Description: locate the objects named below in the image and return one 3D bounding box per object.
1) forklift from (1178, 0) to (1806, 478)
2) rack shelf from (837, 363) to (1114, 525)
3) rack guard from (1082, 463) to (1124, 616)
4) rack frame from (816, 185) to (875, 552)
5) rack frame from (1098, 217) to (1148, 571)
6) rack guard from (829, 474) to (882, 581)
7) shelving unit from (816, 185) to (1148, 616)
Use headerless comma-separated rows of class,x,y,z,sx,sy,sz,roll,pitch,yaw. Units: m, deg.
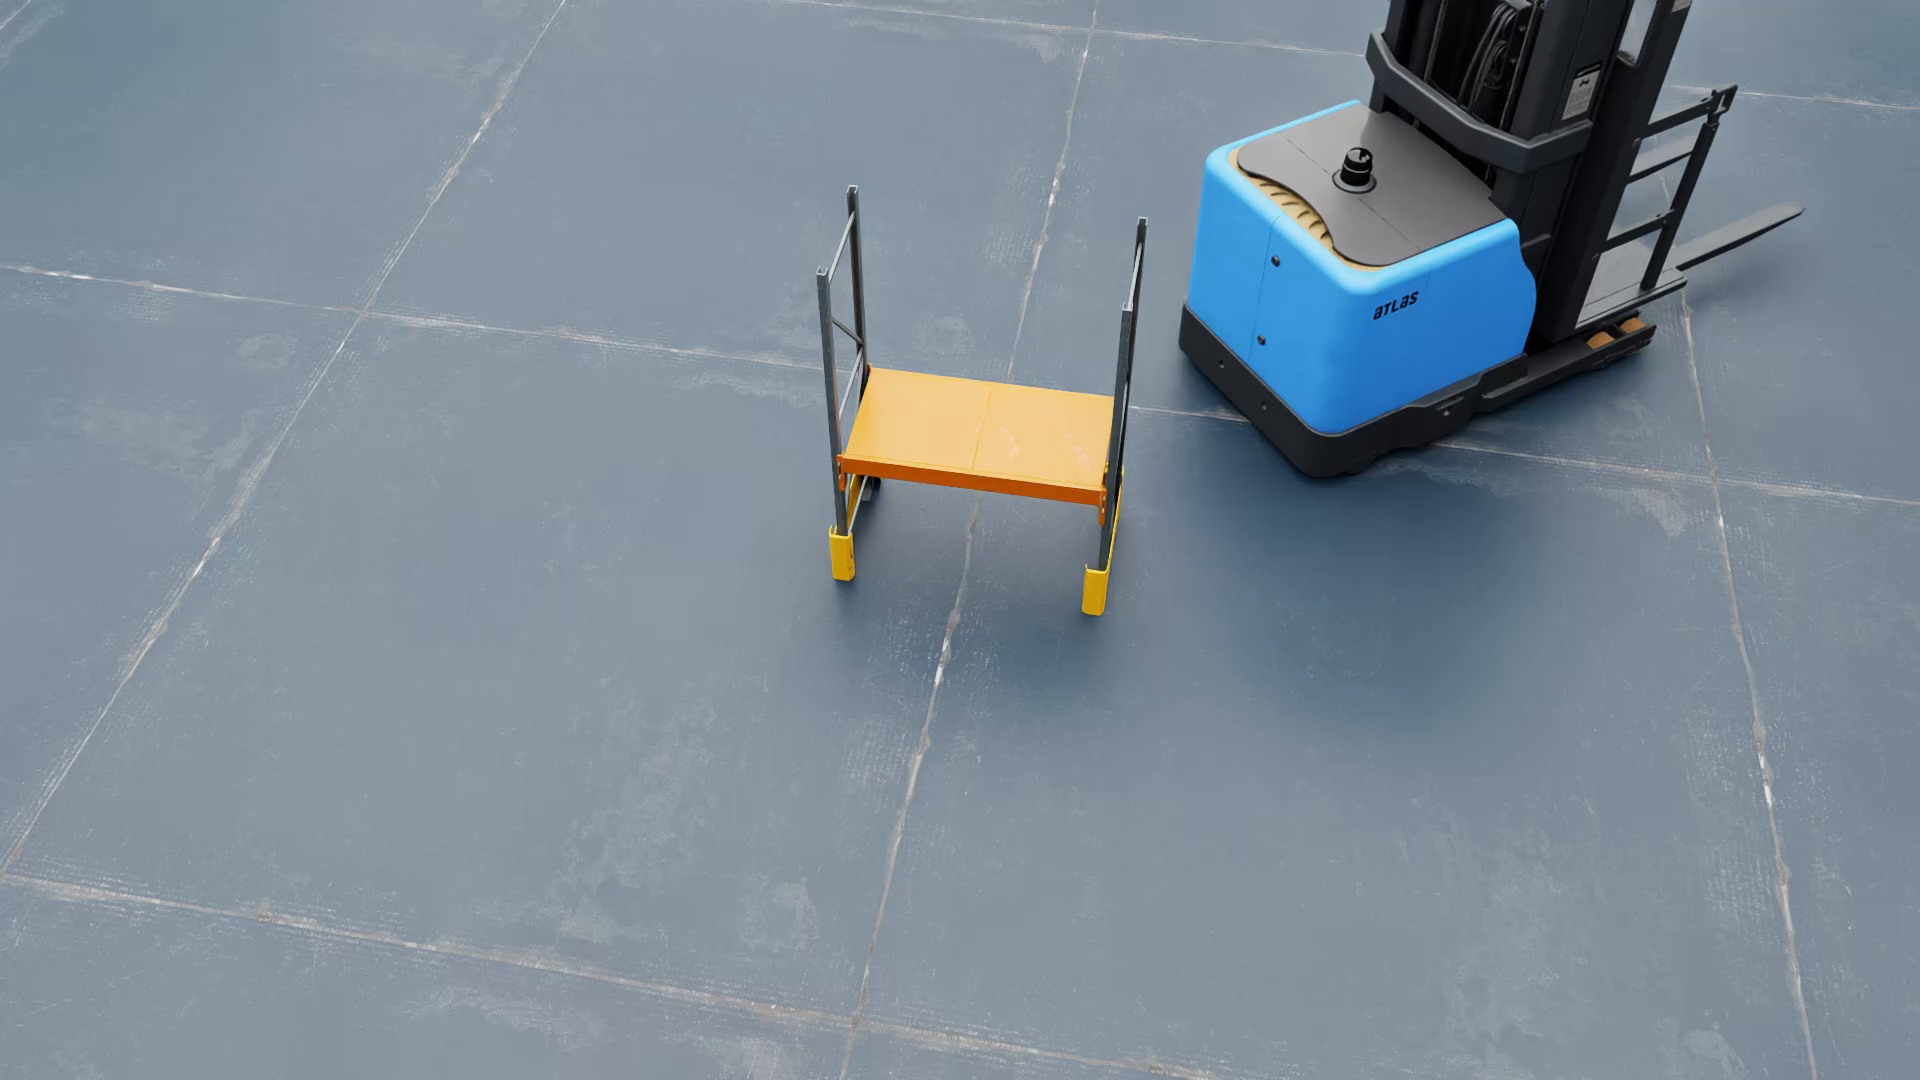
forklift,2.509,-2.057,6.599,3.031,2.935,1.130,-23,52,-19
rack shelf,0.084,-0.370,6.288,1.000,0.185,0.538,8,49,7
rack guard,0.565,-0.008,6.561,0.087,0.250,0.587,8,49,7
rack frame,-0.416,-0.557,6.214,0.032,1.500,0.500,8,49,7
rack frame,0.584,-0.423,6.094,0.032,1.500,0.500,8,49,7
rack guard,-0.415,-0.139,6.679,0.087,0.250,0.587,8,49,7
shelving unit,0.075,-0.491,6.155,1.083,1.500,0.587,8,49,7
